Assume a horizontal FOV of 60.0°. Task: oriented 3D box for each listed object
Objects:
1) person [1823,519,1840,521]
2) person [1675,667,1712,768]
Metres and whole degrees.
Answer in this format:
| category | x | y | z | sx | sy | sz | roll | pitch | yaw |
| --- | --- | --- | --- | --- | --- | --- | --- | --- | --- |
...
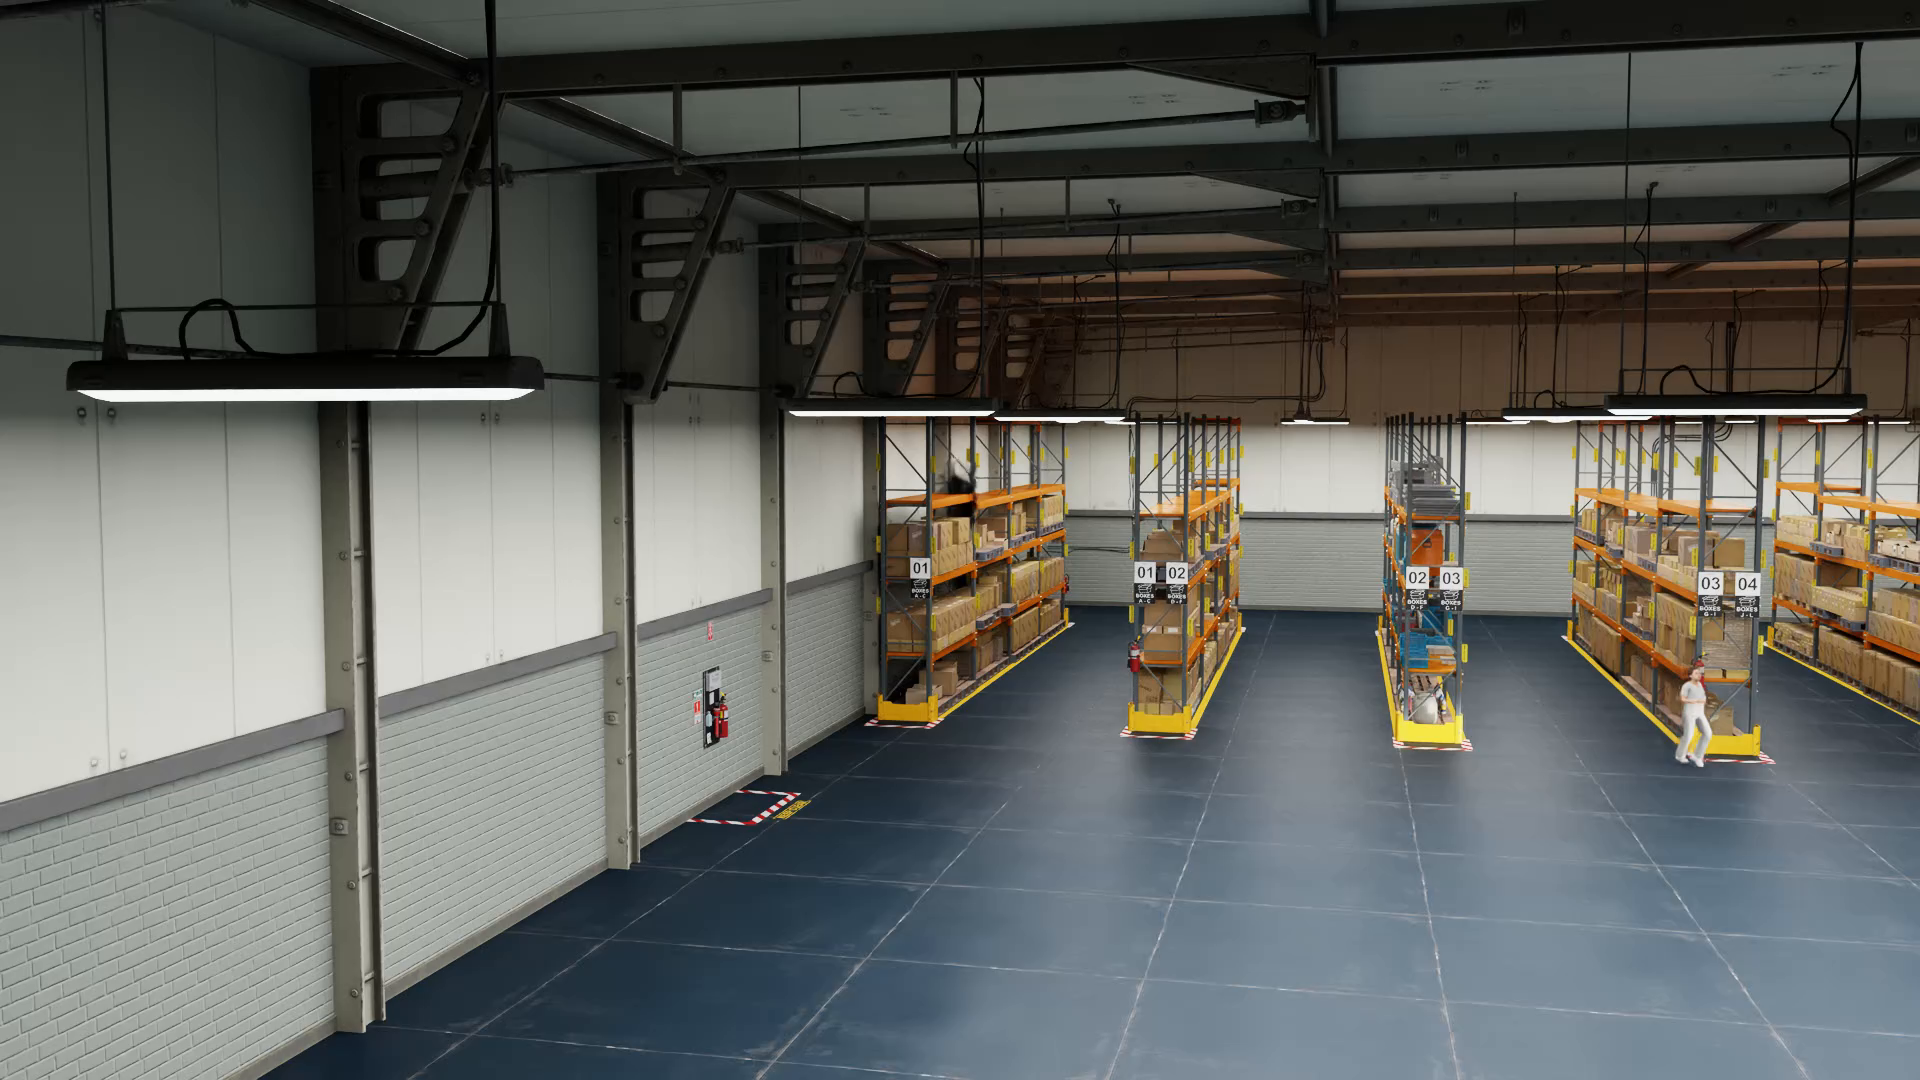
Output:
| category | x | y | z | sx | sy | sz | roll | pitch | yaw |
| --- | --- | --- | --- | --- | --- | --- | --- | --- | --- |
| person | 24.306 | 1.377 | 38.795 | 6.448 | 3.440 | 4.633 | 1 | 4 | 8 |
| person | 12.409 | 2.993 | 28.112 | 0.562 | 1.713 | 0.639 | -1 | 4 | -20 |
